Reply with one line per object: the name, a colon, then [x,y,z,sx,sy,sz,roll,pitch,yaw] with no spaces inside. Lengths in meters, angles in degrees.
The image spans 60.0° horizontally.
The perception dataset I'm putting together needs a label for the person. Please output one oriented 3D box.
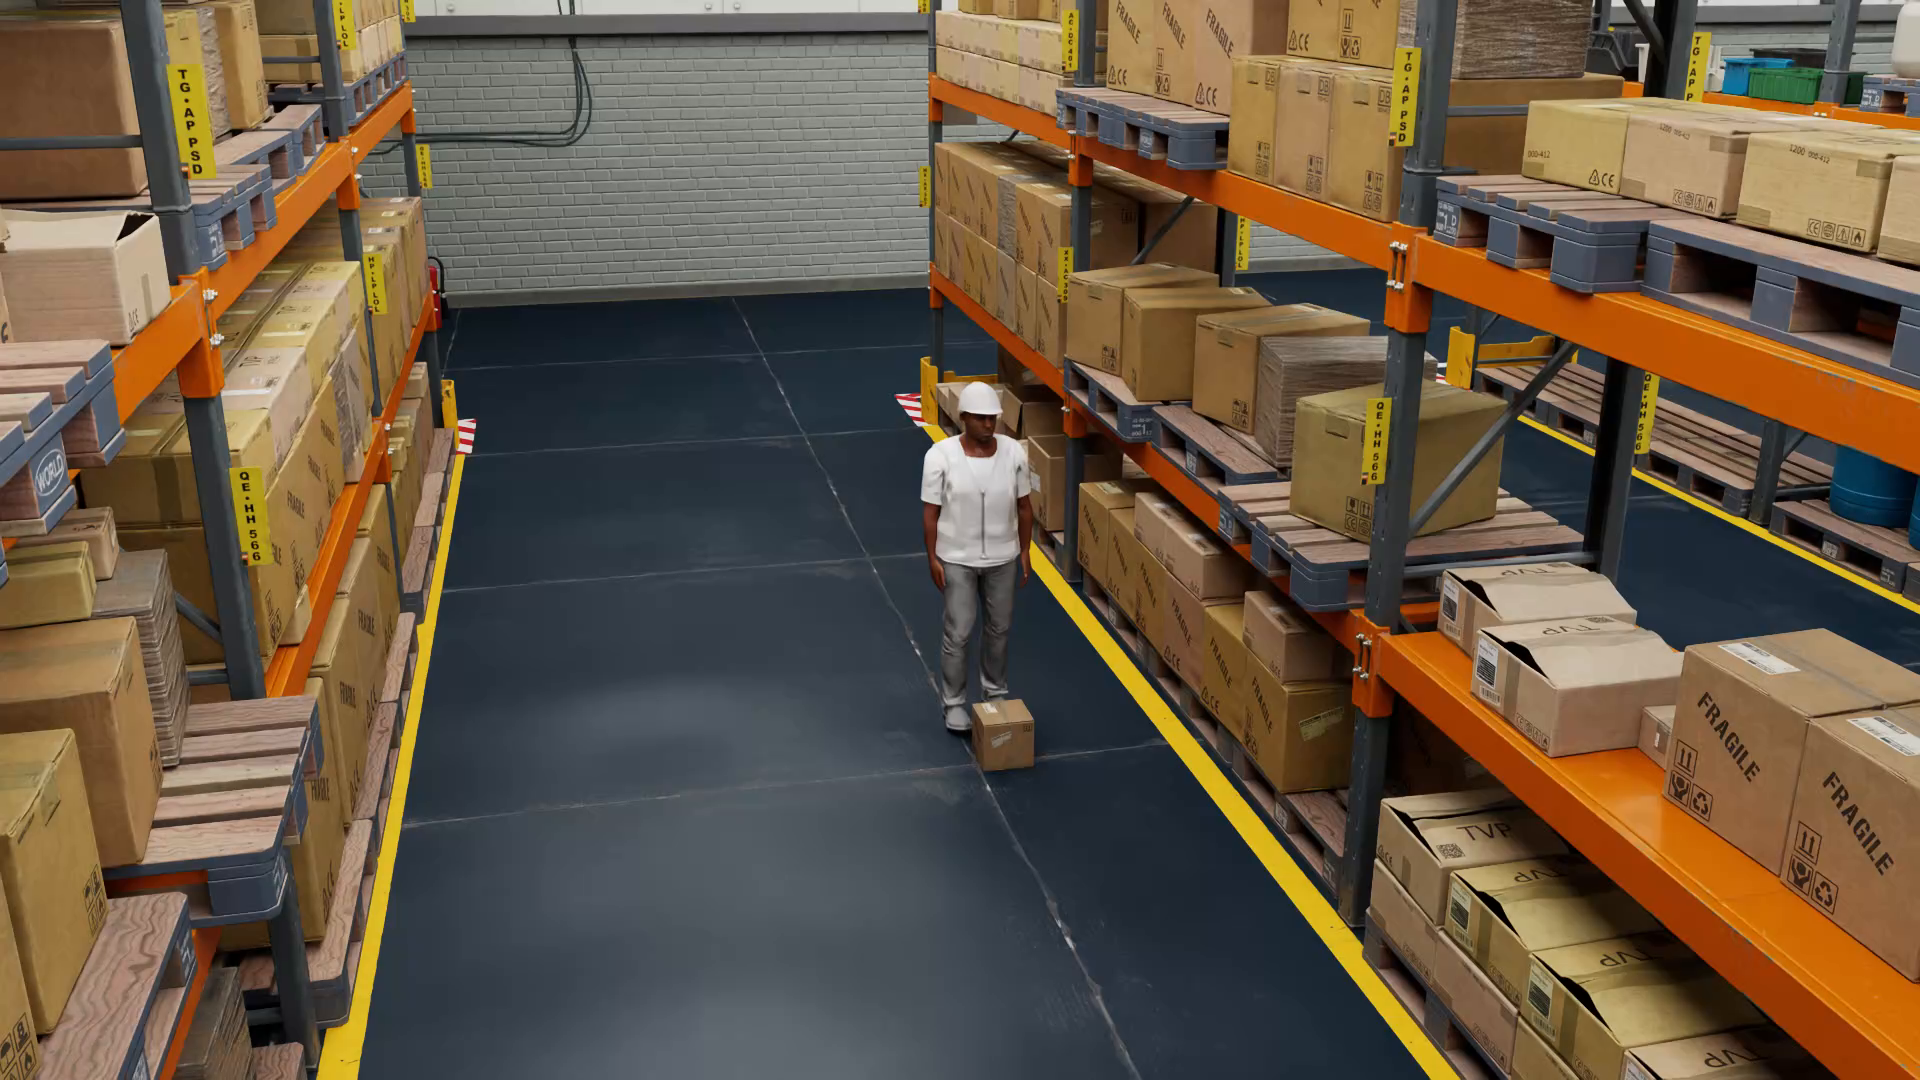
person: [0.099,0.098,8.298,0.564,1.789,0.418,-4,20,-12]
